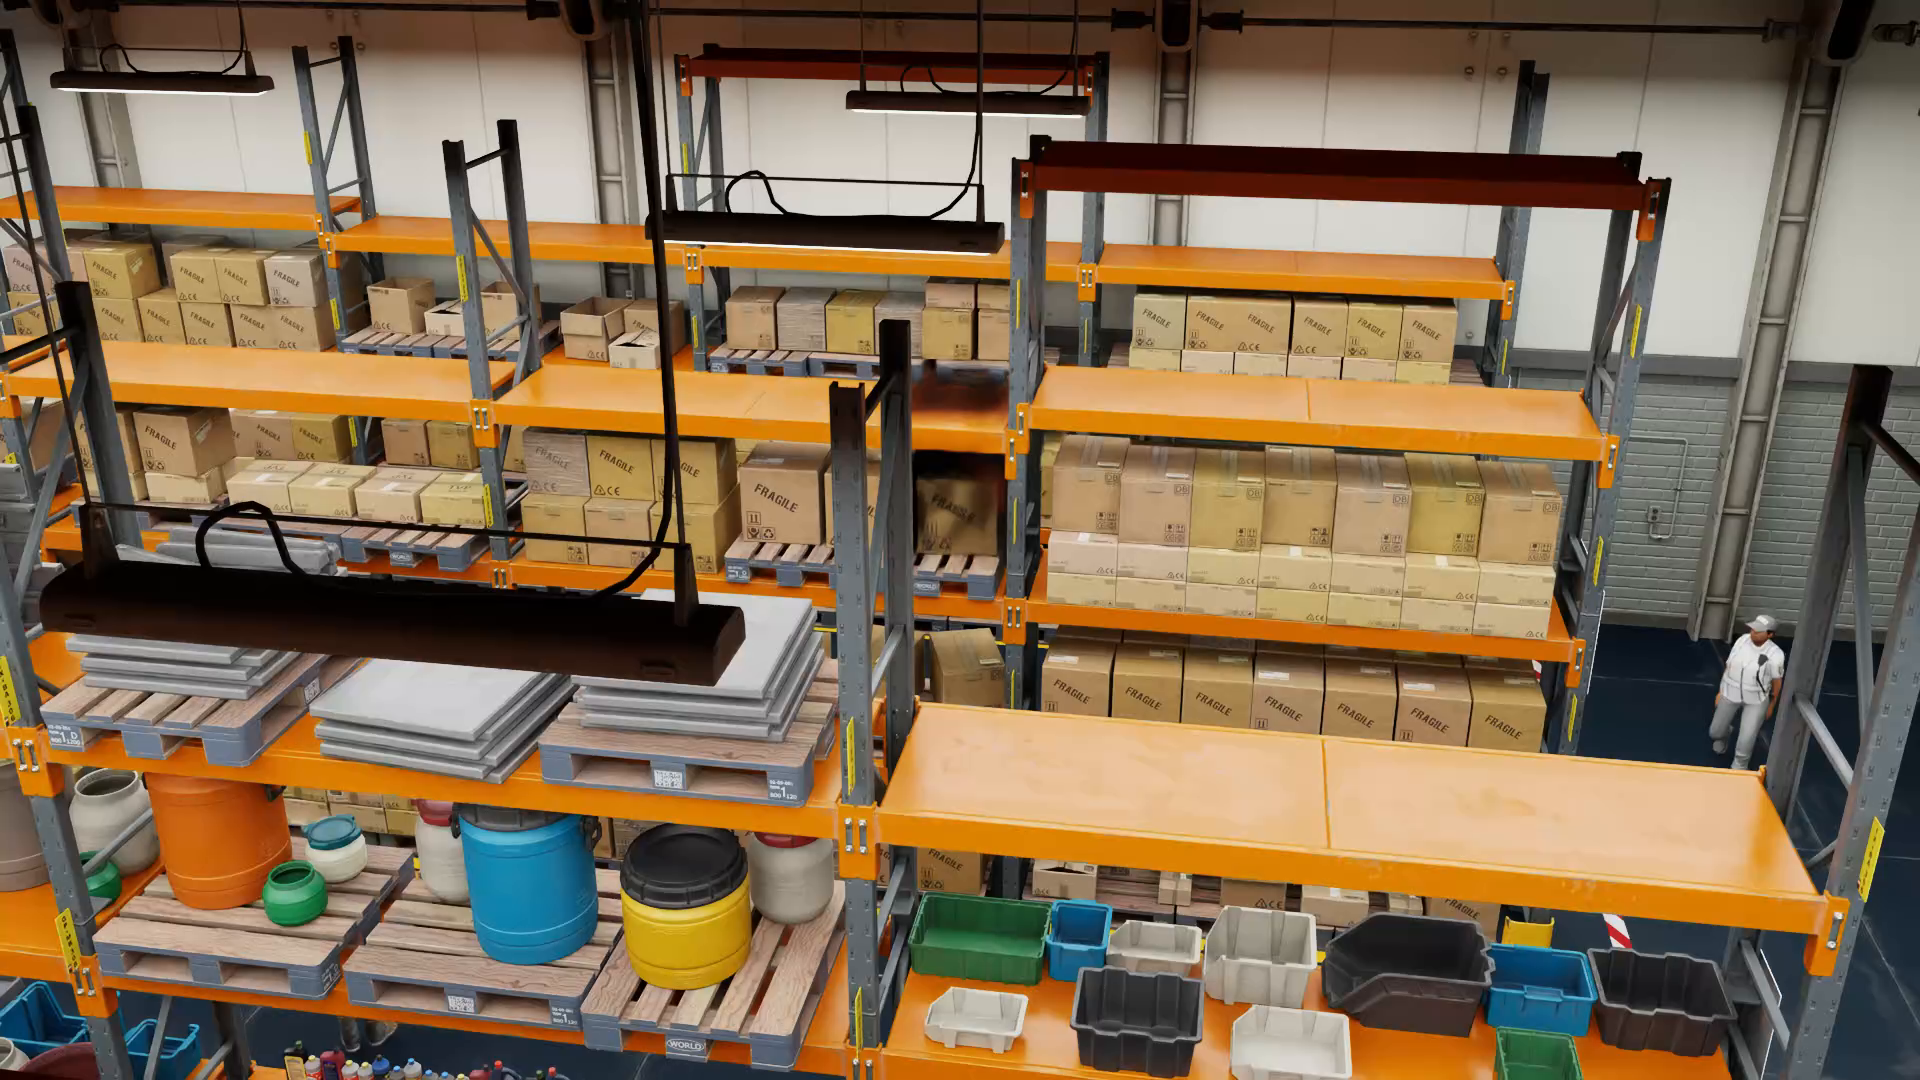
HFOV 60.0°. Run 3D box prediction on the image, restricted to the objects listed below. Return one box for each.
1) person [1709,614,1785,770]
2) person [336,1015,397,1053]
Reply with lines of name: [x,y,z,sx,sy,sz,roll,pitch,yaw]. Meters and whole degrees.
person: [7.094,1.393,14.963,0.501,1.628,0.705,14,27,29]
person: [-4.239,2.777,11.491,0.513,1.679,0.349,-2,23,-4]
